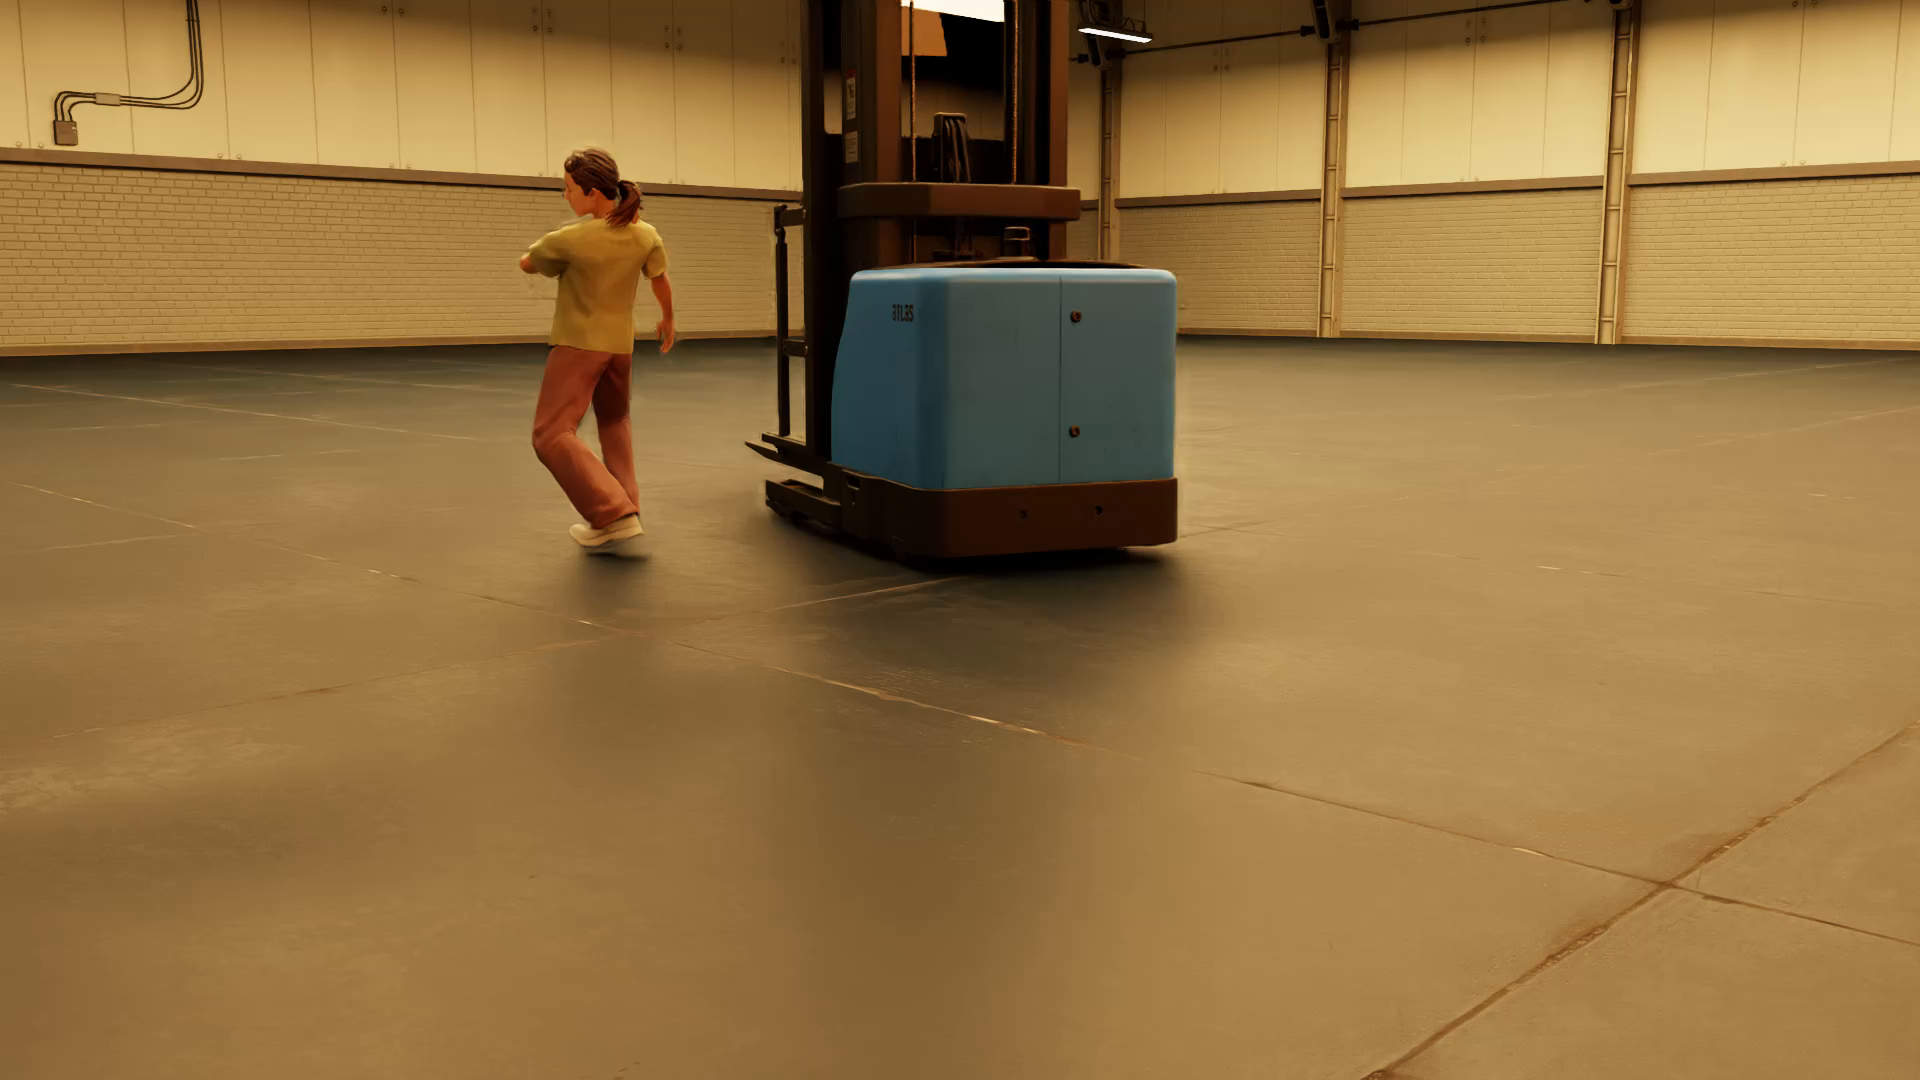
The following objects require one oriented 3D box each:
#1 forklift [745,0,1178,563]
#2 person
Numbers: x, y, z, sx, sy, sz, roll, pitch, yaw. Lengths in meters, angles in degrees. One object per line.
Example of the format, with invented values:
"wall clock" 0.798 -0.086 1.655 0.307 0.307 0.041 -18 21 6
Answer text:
"forklift" -0.219 -1.548 7.151 1.130 2.935 3.031 -4 9 -22
"person" -1.422 -0.768 6.634 0.817 1.519 0.778 5 10 31
